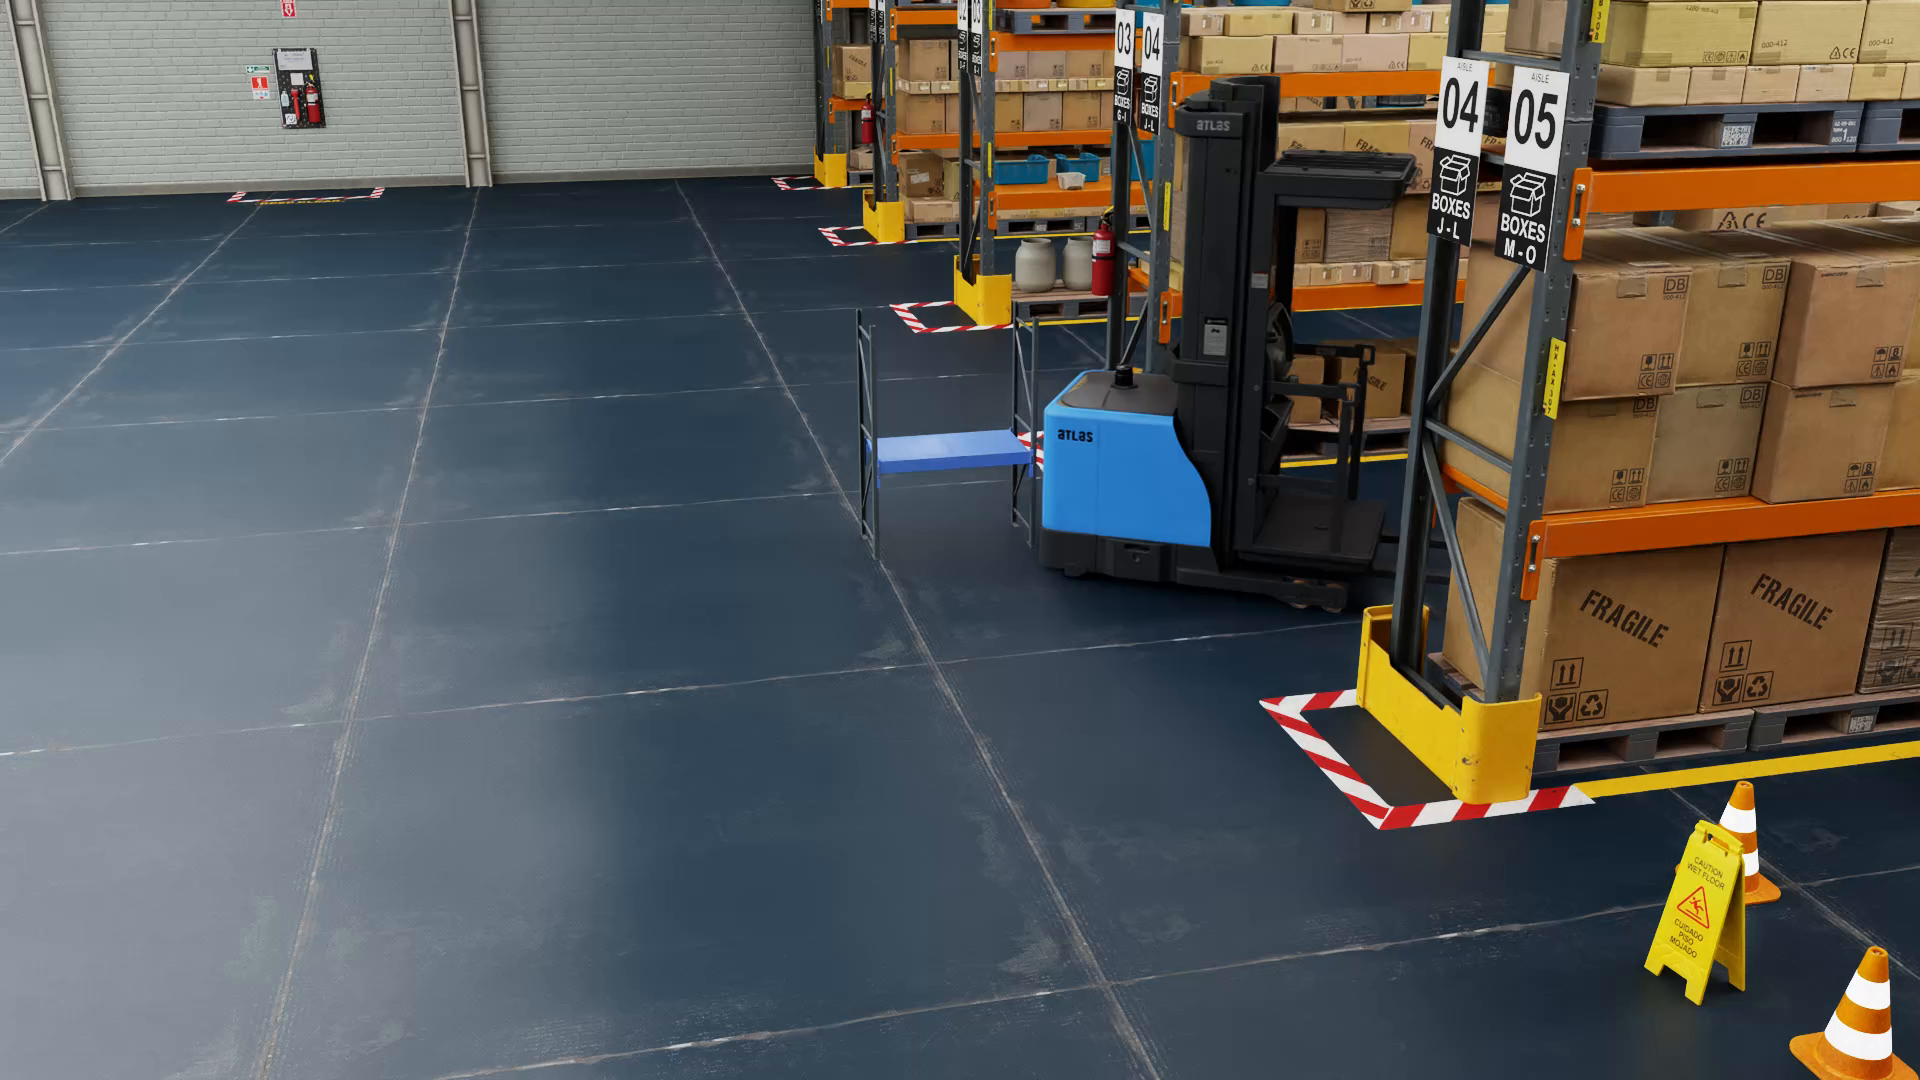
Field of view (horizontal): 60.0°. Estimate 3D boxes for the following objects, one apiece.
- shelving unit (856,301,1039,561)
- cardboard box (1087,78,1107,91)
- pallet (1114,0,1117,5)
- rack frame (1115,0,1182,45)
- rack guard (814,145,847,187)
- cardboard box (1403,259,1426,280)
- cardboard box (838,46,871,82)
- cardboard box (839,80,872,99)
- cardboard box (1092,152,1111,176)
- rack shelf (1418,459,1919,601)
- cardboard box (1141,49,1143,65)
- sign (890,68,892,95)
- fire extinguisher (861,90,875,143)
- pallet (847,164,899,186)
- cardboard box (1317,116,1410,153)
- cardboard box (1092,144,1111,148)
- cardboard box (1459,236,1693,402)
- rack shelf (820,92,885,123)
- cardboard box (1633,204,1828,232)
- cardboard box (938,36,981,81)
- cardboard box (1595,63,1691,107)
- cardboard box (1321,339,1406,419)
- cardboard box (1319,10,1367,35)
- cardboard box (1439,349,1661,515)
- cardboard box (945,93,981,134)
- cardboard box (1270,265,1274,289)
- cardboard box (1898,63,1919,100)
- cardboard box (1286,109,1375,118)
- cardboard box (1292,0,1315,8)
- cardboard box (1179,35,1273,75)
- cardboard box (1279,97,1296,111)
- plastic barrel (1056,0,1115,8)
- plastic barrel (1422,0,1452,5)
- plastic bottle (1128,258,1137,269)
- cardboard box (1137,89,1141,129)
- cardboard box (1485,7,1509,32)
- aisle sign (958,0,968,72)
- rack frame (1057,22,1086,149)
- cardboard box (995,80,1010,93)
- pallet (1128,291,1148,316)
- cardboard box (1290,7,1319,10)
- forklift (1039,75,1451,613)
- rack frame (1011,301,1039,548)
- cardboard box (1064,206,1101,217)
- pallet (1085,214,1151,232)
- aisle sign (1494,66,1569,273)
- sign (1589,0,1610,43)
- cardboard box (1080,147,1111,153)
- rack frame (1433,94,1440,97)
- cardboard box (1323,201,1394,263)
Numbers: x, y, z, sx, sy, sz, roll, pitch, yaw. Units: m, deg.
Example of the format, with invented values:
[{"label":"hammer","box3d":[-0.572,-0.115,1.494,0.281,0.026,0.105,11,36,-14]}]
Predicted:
[{"label":"shelving unit","box3d":[-0.083,-0.697,10.538,1.048,1.500,0.538,-5,21,-12]},{"label":"cardboard box","box3d":[1.715,-5.893,21.454,0.250,0.149,0.380,-5,21,-13]},{"label":"pallet","box3d":[2.097,-7.006,21.347,1.213,0.211,1.003,-5,21,-12]},{"label":"rack frame","box3d":[1.304,-4.899,11.106,0.127,3.000,1.000,-5,21,-12]},{"label":"rack guard","box3d":[-2.041,-5.889,26.163,0.348,0.500,1.175,-5,21,-12]},{"label":"cardboard box","box3d":[3.331,-2.058,12.436,0.250,0.149,0.380,-5,21,-12]},{"label":"cardboard box","box3d":[-1.581,-7.285,25.439,0.500,0.500,0.500,-5,21,-12]},{"label":"cardboard box","box3d":[-1.567,-6.928,25.555,0.500,0.250,0.500,-5,21,-14]},{"label":"cardboard box","box3d":[2.031,-4.828,21.930,0.500,0.500,0.500,-5,21,-12]},{"label":"rack shelf","box3d":[4.294,-0.235,8.140,4.000,0.370,1.077,-5,21,-12]},{"label":"cardboard box","box3d":[2.491,-6.334,21.713,0.500,0.500,0.700,-5,21,-12]},{"label":"sign","box3d":[-0.850,-5.656,20.520,0.005,0.325,0.100,-5,21,-12]},{"label":"fire extinguisher","box3d":[-1.194,-5.508,21.603,0.183,0.674,0.296,-5,21,-12]},{"label":"pallet","box3d":[-1.243,-5.806,26.356,1.213,0.211,1.003,-5,21,-12]},{"label":"cardboard box","box3d":[2.877,-2.768,11.978,0.500,0.500,0.500,-5,21,-12]},{"label":"cardboard box","box3d":[2.490,-6.470,27.110,0.500,0.500,0.700,-4,20,-11]},{"label":"cardboard box","box3d":[2.717,-1.008,7.417,0.550,0.550,0.875,-5,21,-12]},{"label":"rack shelf","box3d":[-0.169,-6.877,26.273,4.000,0.370,1.077,-5,21,-12]},{"label":"cardboard box","box3d":[6.002,-2.894,12.871,1.000,1.000,1.000,-5,21,-12]},{"label":"cardboard box","box3d":[0.048,-6.135,21.170,0.500,0.500,0.700,-5,21,-14]},{"label":"cardboard box","box3d":[2.755,-1.868,6.803,0.250,0.149,0.380,-4,21,-12]},{"label":"cardboard box","box3d":[3.103,-1.252,12.894,0.500,0.500,0.500,-3,20,-7]},{"label":"cardboard box","box3d":[2.636,-3.617,11.605,0.250,0.149,0.380,-5,21,-13]},{"label":"cardboard box","box3d":[2.698,-0.529,7.680,0.550,0.550,0.875,-5,21,-12]},{"label":"cardboard box","box3d":[-0.004,-5.521,21.381,0.500,0.500,0.700,-4,21,-11]},{"label":"cardboard box","box3d":[2.131,-1.935,12.102,0.250,0.149,0.380,-5,21,-12]},{"label":"cardboard box","box3d":[3.983,-1.968,7.075,0.250,0.149,0.380,-5,21,-13]},{"label":"cardboard box","box3d":[2.755,-2.945,12.461,0.500,0.500,0.500,-5,21,-12]},{"label":"cardboard box","box3d":[2.754,-4.119,12.034,0.500,0.500,0.500,-5,21,-12]},{"label":"cardboard box","box3d":[1.833,-3.372,11.516,0.500,0.250,0.500,-4,21,-11]},{"label":"cardboard box","box3d":[4.185,-5.859,22.303,0.500,0.500,0.500,-3,20,-9]},{"label":"plastic barrel","box3d":[1.245,-5.567,16.406,0.600,0.588,0.600,0,20,0]},{"label":"plastic barrel","box3d":[5.139,-5.865,17.376,0.600,0.901,0.600,0,20,0]},{"label":"plastic bottle","box3d":[1.851,-2.925,17.867,0.097,0.201,0.097,0,20,0]},{"label":"cardboard box","box3d":[2.491,-5.725,21.937,0.500,0.500,0.700,-5,21,-14]},{"label":"cardboard box","box3d":[3.911,-3.736,11.930,0.250,0.149,0.380,-4,20,-10]},{"label":"aisle sign","box3d":[0.026,-5.055,16.473,0.004,0.787,0.394,-5,21,-12]},{"label":"rack frame","box3d":[1.777,-7.373,26.581,0.127,3.000,1.000,-5,21,-12]},{"label":"cardboard box","box3d":[0.464,-5.791,21.175,0.250,0.149,0.380,-5,21,-14]},{"label":"pallet","box3d":[2.204,-2.610,17.634,1.213,0.211,1.003,-5,21,-12]},{"label":"cardboard box","box3d":[2.532,-3.779,12.048,0.250,0.149,0.380,-4,21,-12]},{"label":"forklift","box3d":[2.062,-1.160,9.720,3.031,2.935,1.130,6,21,17]},{"label":"rack frame","box3d":[0.412,-0.738,10.648,0.032,1.500,0.500,-5,21,-12]},{"label":"cardboard box","box3d":[1.548,-4.431,21.936,0.500,0.250,0.500,-5,21,-12]},{"label":"pallet","box3d":[2.137,-4.357,22.401,1.213,0.211,1.003,-5,21,-12]},{"label":"aisle sign","box3d":[2.347,-1.529,6.847,0.004,0.787,0.394,-5,21,-12]},{"label":"sign","box3d":[2.469,-2.084,6.395,0.005,0.325,0.100,-5,21,-12]},{"label":"cardboard box","box3d":[1.913,-4.999,22.398,0.500,0.500,0.500,-5,21,-12]},{"label":"rack frame","box3d":[6.814,-6.032,22.920,0.127,3.000,1.000,-5,21,-12]},{"label":"cardboard box","box3d":[2.801,-2.408,12.450,0.500,0.500,0.875,-5,21,-12]}]
